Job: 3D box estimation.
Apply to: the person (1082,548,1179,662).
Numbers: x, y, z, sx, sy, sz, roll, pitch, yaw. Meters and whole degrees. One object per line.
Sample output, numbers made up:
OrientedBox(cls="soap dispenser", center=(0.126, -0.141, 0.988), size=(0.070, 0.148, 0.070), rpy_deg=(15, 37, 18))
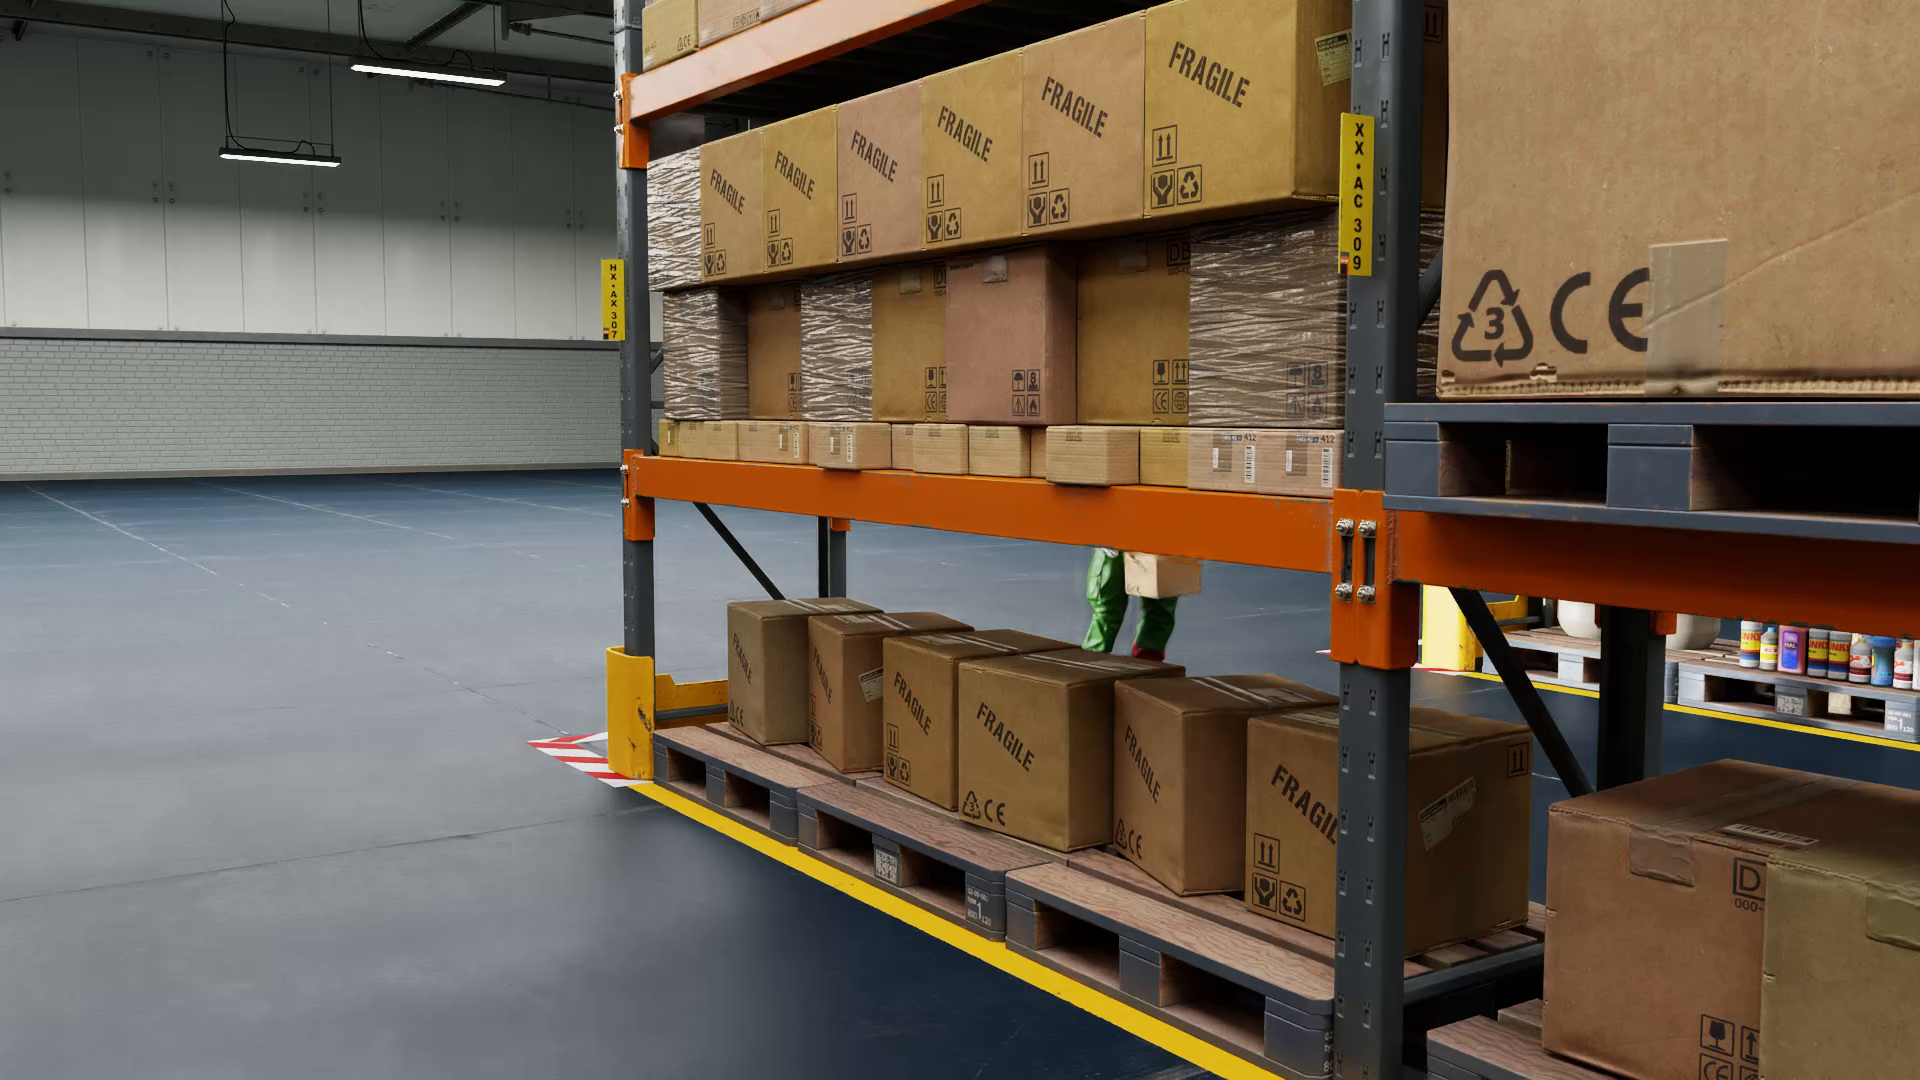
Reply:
OrientedBox(cls="person", center=(0.817, -0.020, 7.894), size=(0.591, 1.782, 0.415), rpy_deg=(-2, 5, -27))
